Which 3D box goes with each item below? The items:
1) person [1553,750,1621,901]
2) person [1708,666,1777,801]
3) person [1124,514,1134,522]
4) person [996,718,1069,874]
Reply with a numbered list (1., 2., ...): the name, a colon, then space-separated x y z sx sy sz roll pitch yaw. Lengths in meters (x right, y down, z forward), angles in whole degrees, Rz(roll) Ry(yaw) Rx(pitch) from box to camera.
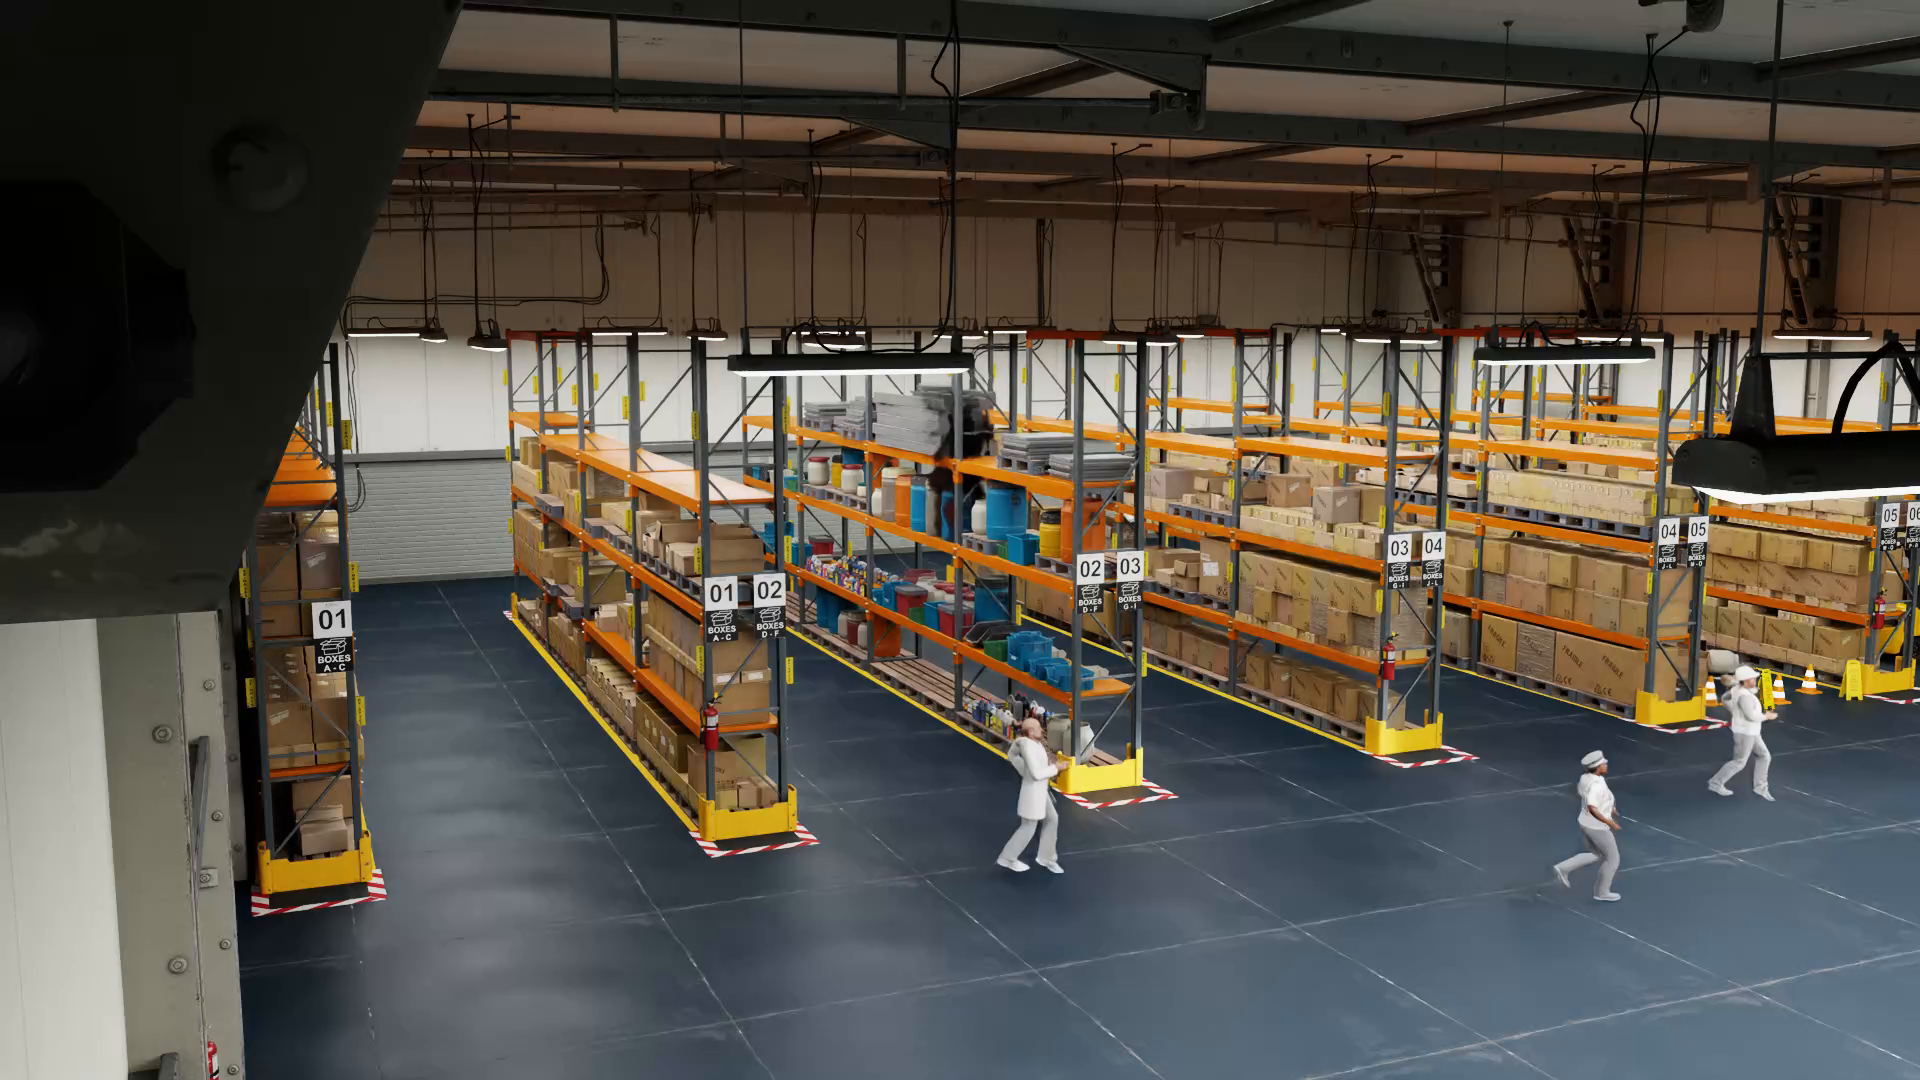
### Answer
1. person: 6.820 3.080 17.950 0.700 1.655 0.581 0 8 2
2. person: 10.250 2.530 21.709 0.822 1.809 0.661 3 8 21
3. person: 4.053 -0.149 41.665 0.777 1.618 0.679 0 8 0
4. person: 0.818 2.909 18.749 0.814 1.844 0.687 0 8 3
